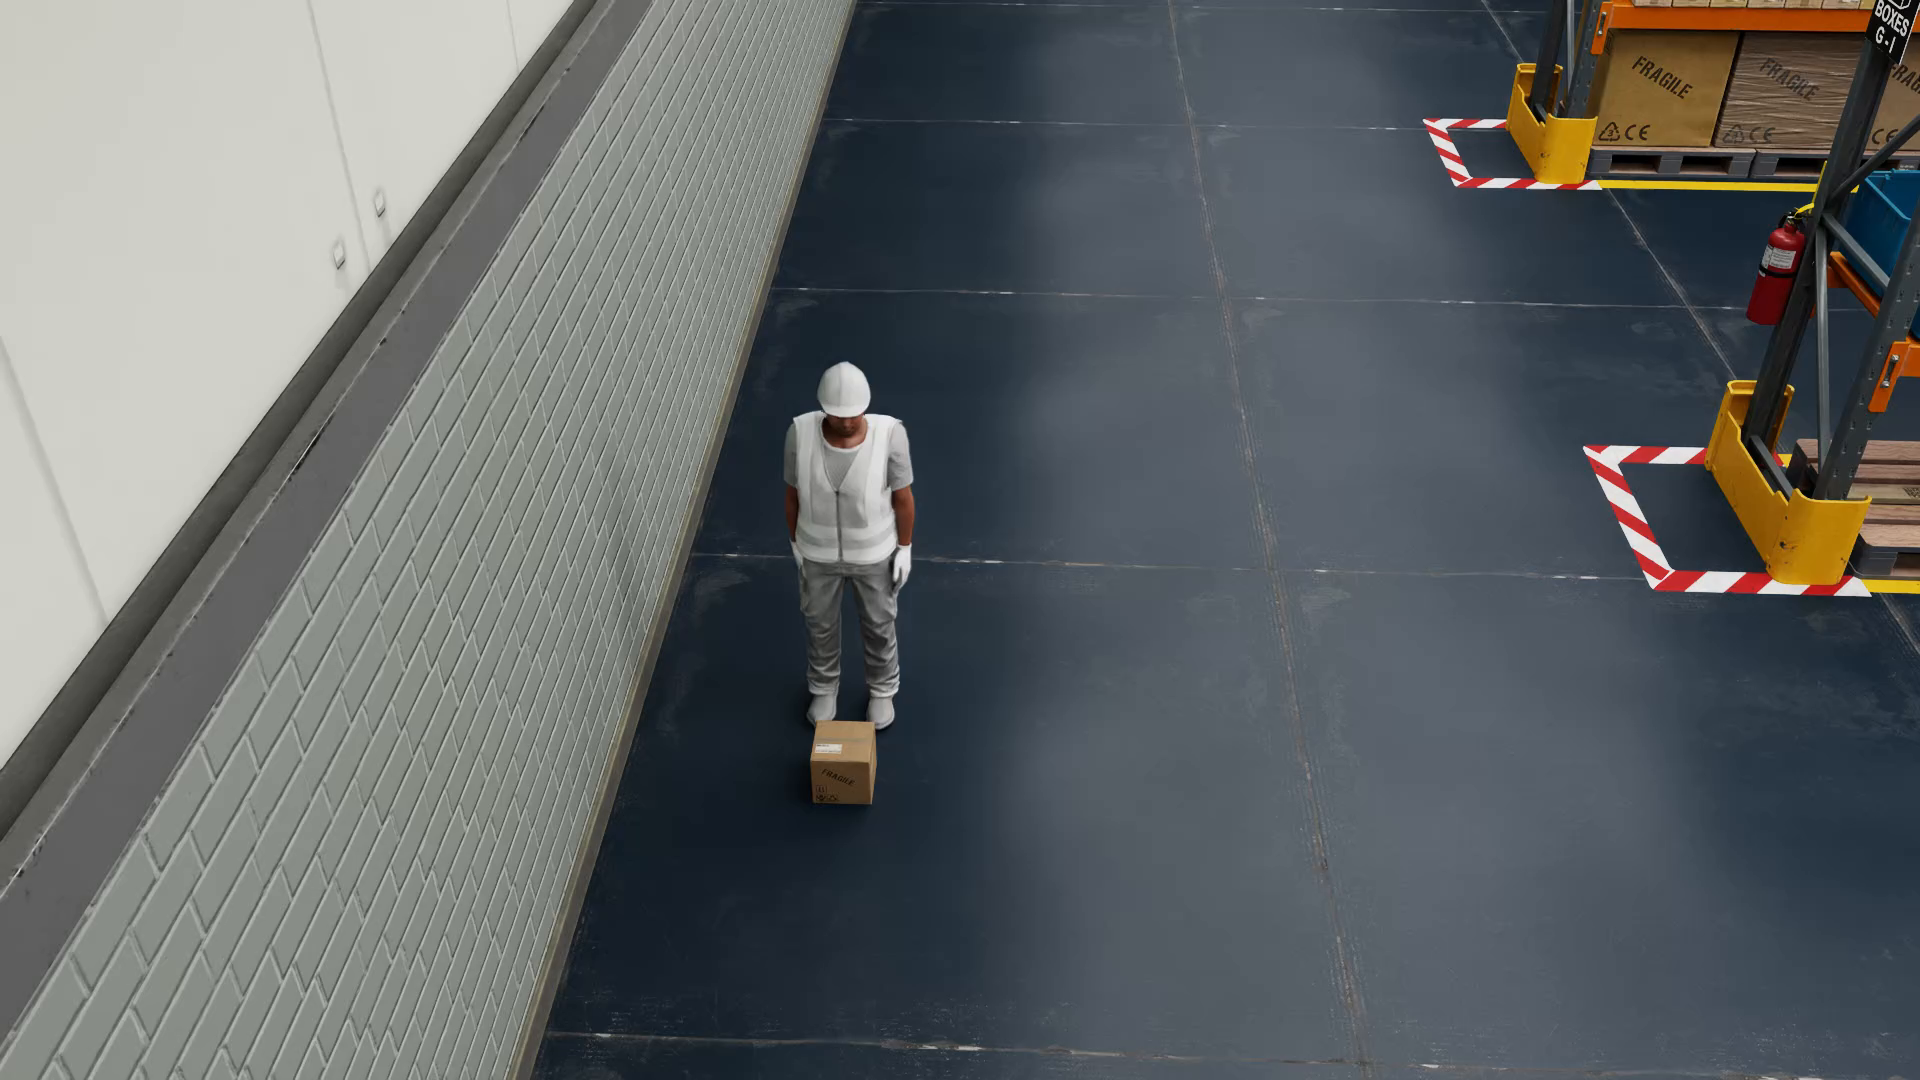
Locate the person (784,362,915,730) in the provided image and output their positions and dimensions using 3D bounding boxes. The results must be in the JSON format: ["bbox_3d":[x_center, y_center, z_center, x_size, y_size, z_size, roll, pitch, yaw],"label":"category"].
[{"bbox_3d":[-0.463,0.034,7.057,0.548,1.777,0.354,2,35,3],"label":"person"}]
